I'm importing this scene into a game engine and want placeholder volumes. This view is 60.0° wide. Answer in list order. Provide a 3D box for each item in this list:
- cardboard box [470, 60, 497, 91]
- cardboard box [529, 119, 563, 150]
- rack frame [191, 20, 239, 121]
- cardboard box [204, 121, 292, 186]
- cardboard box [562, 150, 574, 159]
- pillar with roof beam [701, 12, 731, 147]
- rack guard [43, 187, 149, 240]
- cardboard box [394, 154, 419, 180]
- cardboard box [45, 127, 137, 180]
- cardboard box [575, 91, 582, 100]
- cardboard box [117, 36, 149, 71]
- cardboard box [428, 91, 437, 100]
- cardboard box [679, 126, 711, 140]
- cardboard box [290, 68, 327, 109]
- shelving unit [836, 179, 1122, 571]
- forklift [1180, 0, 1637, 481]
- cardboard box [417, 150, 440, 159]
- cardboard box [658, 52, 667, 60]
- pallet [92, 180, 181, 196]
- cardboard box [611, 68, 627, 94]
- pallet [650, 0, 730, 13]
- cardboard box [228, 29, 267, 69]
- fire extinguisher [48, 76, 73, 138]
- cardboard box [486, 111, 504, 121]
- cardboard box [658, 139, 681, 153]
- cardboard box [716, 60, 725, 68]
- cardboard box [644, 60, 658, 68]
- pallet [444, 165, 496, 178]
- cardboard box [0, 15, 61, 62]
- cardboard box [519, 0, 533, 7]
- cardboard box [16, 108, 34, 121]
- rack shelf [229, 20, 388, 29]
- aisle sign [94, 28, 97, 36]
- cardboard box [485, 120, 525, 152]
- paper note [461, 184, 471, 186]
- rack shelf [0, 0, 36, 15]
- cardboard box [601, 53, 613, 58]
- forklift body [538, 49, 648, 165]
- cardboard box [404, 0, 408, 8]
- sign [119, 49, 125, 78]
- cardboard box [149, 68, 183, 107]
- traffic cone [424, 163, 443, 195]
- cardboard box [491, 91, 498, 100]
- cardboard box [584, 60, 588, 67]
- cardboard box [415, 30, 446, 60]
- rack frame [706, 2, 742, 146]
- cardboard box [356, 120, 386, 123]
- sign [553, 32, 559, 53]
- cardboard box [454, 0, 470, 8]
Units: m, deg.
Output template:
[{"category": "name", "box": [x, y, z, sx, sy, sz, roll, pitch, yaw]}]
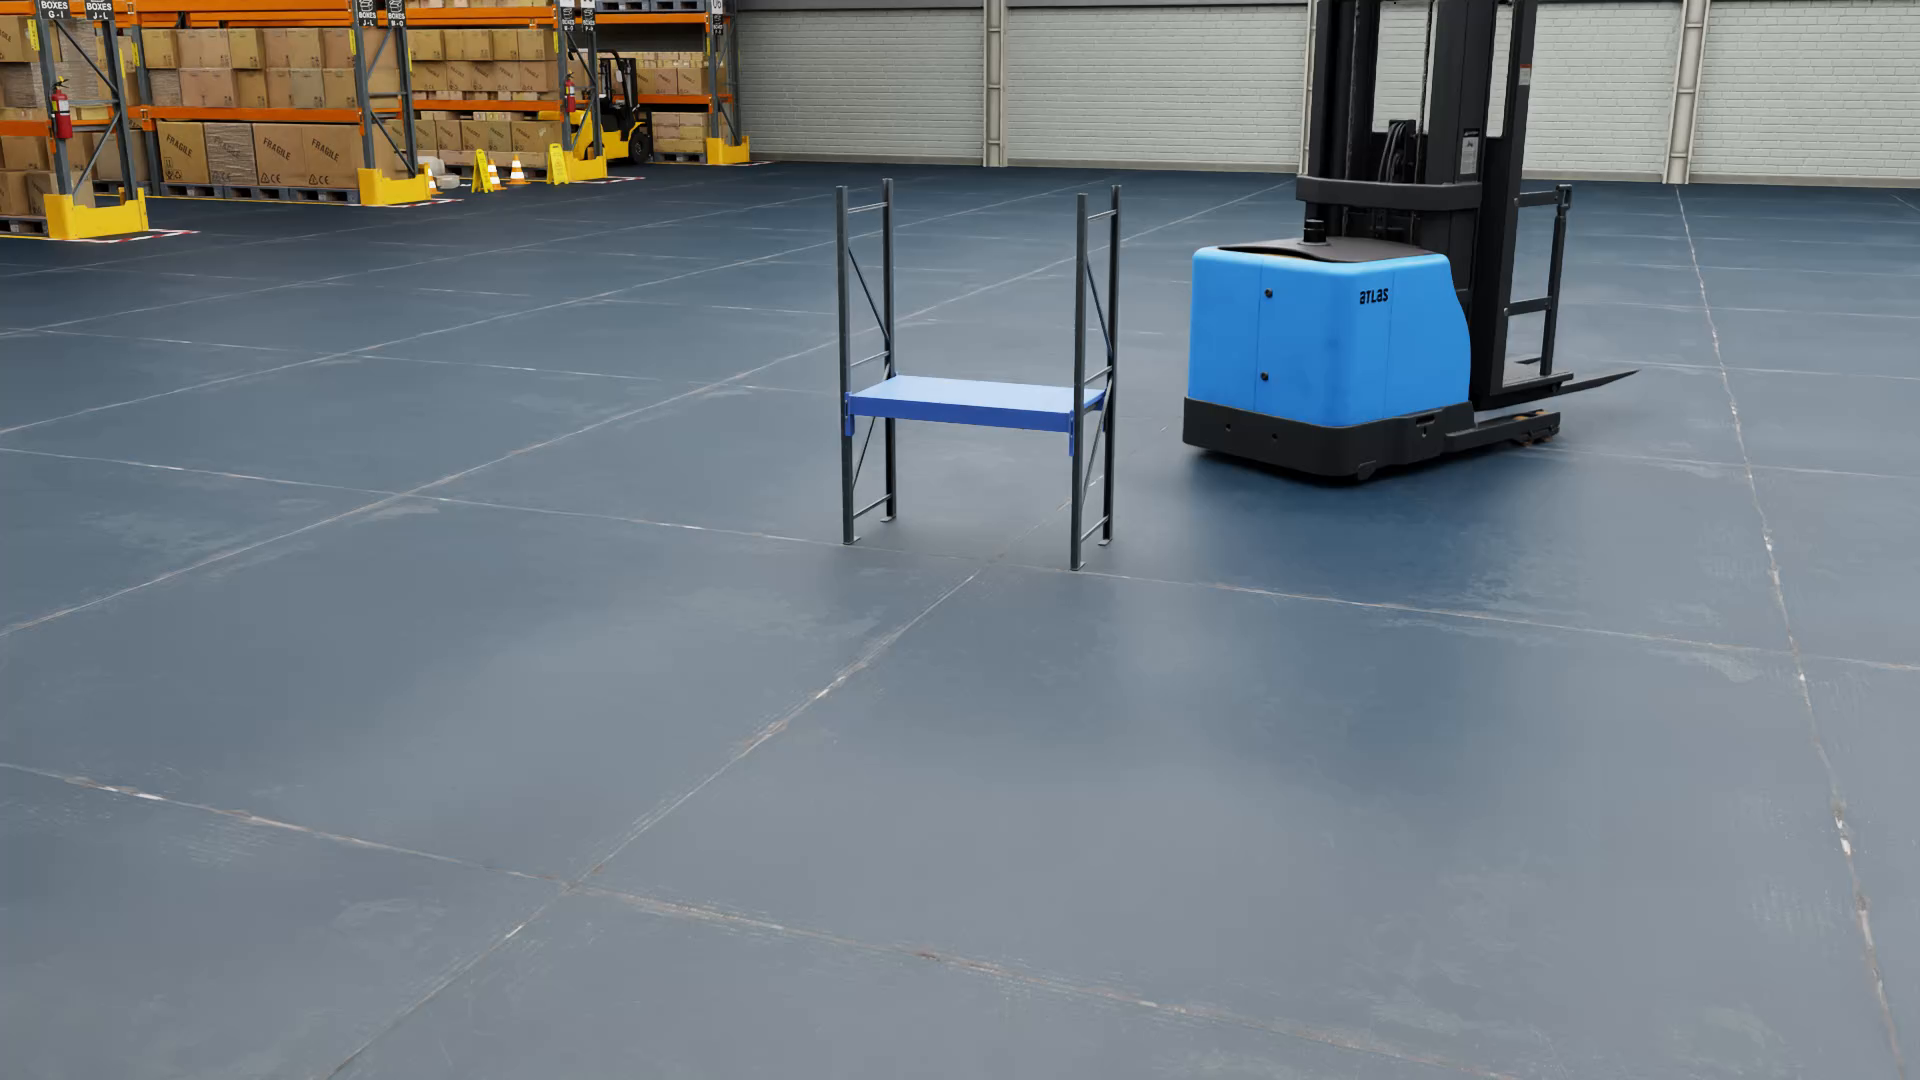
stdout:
[{"category": "cardboard box", "box": [-7.938, -7.878, 28.218, 0.500, 0.500, 0.500, 6, 17, 20]}, {"category": "cardboard box", "box": [-7.075, -6.997, 28.728, 0.500, 0.500, 0.500, 6, 17, 19]}, {"category": "rack frame", "box": [-13.846, -8.417, 30.787, 0.127, 3.000, 1.000, 6, 17, 21]}, {"category": "cardboard box", "box": [-10.448, -5.721, 24.559, 0.875, 0.875, 0.875, 6, 17, 21]}, {"category": "cardboard box", "box": [-7.053, -6.634, 28.824, 0.500, 0.250, 0.500, 6, 17, 20]}, {"category": "pillar with roof beam", "box": [-6.483, -10.956, 28.772, 0.400, 9.000, 9.100, 6, 17, 21]}, {"category": "rack guard", "box": [-10.111, -3.836, 19.490, 0.348, 0.500, 1.175, 6, 17, 21]}, {"category": "cardboard box", "box": [-8.967, -5.923, 26.674, 0.637, 0.503, 0.797, -5, 17, -18]}, {"category": "cardboard box", "box": [-13.354, -5.975, 25.657, 0.750, 0.750, 1.050, 6, 17, 21]}, {"category": "cardboard box", "box": [-6.644, -7.567, 28.308, 0.250, 0.149, 0.380, 6, 17, 21]}, {"category": "cardboard box", "box": [-12.311, -7.291, 24.936, 0.500, 0.500, 0.700, 6, 17, 20]}, {"category": "cardboard box", "box": [-8.961, -7.687, 28.722, 0.250, 0.149, 0.380, 6, 17, 20]}, {"category": "cardboard box", "box": [-5.154, -7.977, 32.551, 0.500, 0.250, 0.500, 6, 17, 20]}, {"category": "cardboard box", "box": [-9.008, -6.454, 23.754, 0.550, 0.550, 0.875, 6, 17, 21]}, {"category": "shelving unit", "box": [0.079, -0.712, 6.934, 1.048, 1.500, 0.538, 6, 17, 21]}, {"category": "forklift", "box": [2.615, -2.005, 8.822, 3.031, 2.935, 1.130, -13, 20, -37]}, {"category": "cardboard box", "box": [-9.174, -6.707, 29.076, 0.500, 0.250, 0.500, 7, 18, 24]}, {"category": "cardboard box", "box": [-5.695, -9.453, 32.478, 0.250, 0.149, 0.380, 6, 17, 21]}, {"category": "pallet", "box": [-12.593, -5.434, 25.513, 1.213, 0.211, 1.003, 6, 17, 21]}, {"category": "cardboard box", "box": [-6.568, -9.073, 32.868, 0.500, 0.500, 0.500, 6, 17, 21]}, {"category": "pallet", "box": [-5.234, -10.364, 32.270, 1.213, 0.211, 1.003, 6, 17, 21]}, {"category": "cardboard box", "box": [-10.015, -7.089, 24.005, 0.500, 0.550, 0.875, 6, 17, 21]}, {"category": "fire extinguisher", "box": [-10.103, -4.860, 18.674, 0.183, 0.674, 0.296, 6, 17, 21]}, {"category": "cardboard box", "box": [-7.844, -7.213, 28.308, 0.250, 0.149, 0.380, 7, 17, 22]}, {"category": "cardboard box", "box": [-5.598, -7.787, 32.796, 0.500, 0.250, 0.500, 6, 17, 21]}, {"category": "cardboard box", "box": [-4.807, -9.348, 32.651, 0.250, 0.149, 0.380, 6, 17, 19]}, {"category": "cardboard box", "box": [-5.971, -9.313, 32.531, 0.250, 0.149, 0.380, 6, 17, 19]}, {"category": "pallet", "box": [-8.348, -6.485, 29.133, 1.213, 0.211, 1.003, 6, 17, 21]}, {"category": "cardboard box", "box": [-10.642, -5.692, 18.893, 0.500, 0.500, 0.500, 6, 17, 21]}, {"category": "cardboard box", "box": [-7.082, -8.900, 27.519, 0.250, 0.149, 0.380, 6, 17, 21]}, {"category": "cardboard box", "box": [-10.613, -4.909, 19.155, 0.250, 0.149, 0.380, 6, 17, 21]}, {"category": "rack shelf", "box": [-13.889, -11.005, 35.610, 4.000, 0.370, 1.077, 6, 17, 21]}, {"category": "aisle sign", "box": [-19.641, -11.703, 37.441, 0.004, 0.787, 0.394, 6, 17, 21]}, {"category": "cardboard box", "box": [-7.732, -6.907, 28.419, 0.500, 0.500, 0.500, 7, 18, 23]}, {"category": "paper note", "box": [-8.014, -5.753, 26.937, 0.142, 0.019, 0.148, 0, 16, 1]}, {"category": "rack shelf", "box": [-11.901, -6.328, 19.502, 4.000, 0.370, 1.077, 6, 17, 21]}, {"category": "cardboard box", "box": [-6.892, -9.577, 32.907, 0.250, 0.149, 0.380, 6, 17, 20]}, {"category": "forklift body", "box": [-7.020, -8.200, 31.561, 1.214, 2.155, 2.313, 6, 17, 21]}, {"category": "cardboard box", "box": [-9.431, -9.194, 28.535, 0.250, 0.149, 0.380, 6, 17, 21]}, {"category": "sign", "box": [-9.841, -5.585, 19.479, 0.005, 0.325, 0.100, 6, 17, 21]}, {"category": "cardboard box", "box": [-11.500, -6.751, 24.780, 0.550, 0.550, 0.875, 6, 17, 21]}, {"category": "traffic cone", "box": [-8.099, -5.509, 25.320, 0.334, 0.463, 0.336, 6, 17, 21]}, {"category": "cardboard box", "box": [-7.775, -7.571, 28.323, 0.250, 0.149, 0.380, 7, 17, 21]}, {"category": "cardboard box", "box": [-7.411, -9.464, 33.052, 0.250, 0.149, 0.380, 7, 17, 22]}, {"category": "cardboard box", "box": [-8.871, -8.462, 28.434, 0.500, 0.500, 0.700, 6, 17, 19]}, {"category": "rack frame", "box": [-4.586, -8.887, 32.404, 0.127, 3.000, 1.000, 6, 17, 21]}, {"category": "cardboard box", "box": [-12.500, -8.694, 35.470, 0.500, 0.500, 0.500, 7, 18, 22]}, {"category": "sign", "box": [-6.626, -8.165, 27.274, 0.005, 0.325, 0.100, 6, 17, 21]}, {"category": "cardboard box", "box": [-8.284, -9.028, 27.962, 0.250, 0.149, 0.380, 6, 17, 20]}]
